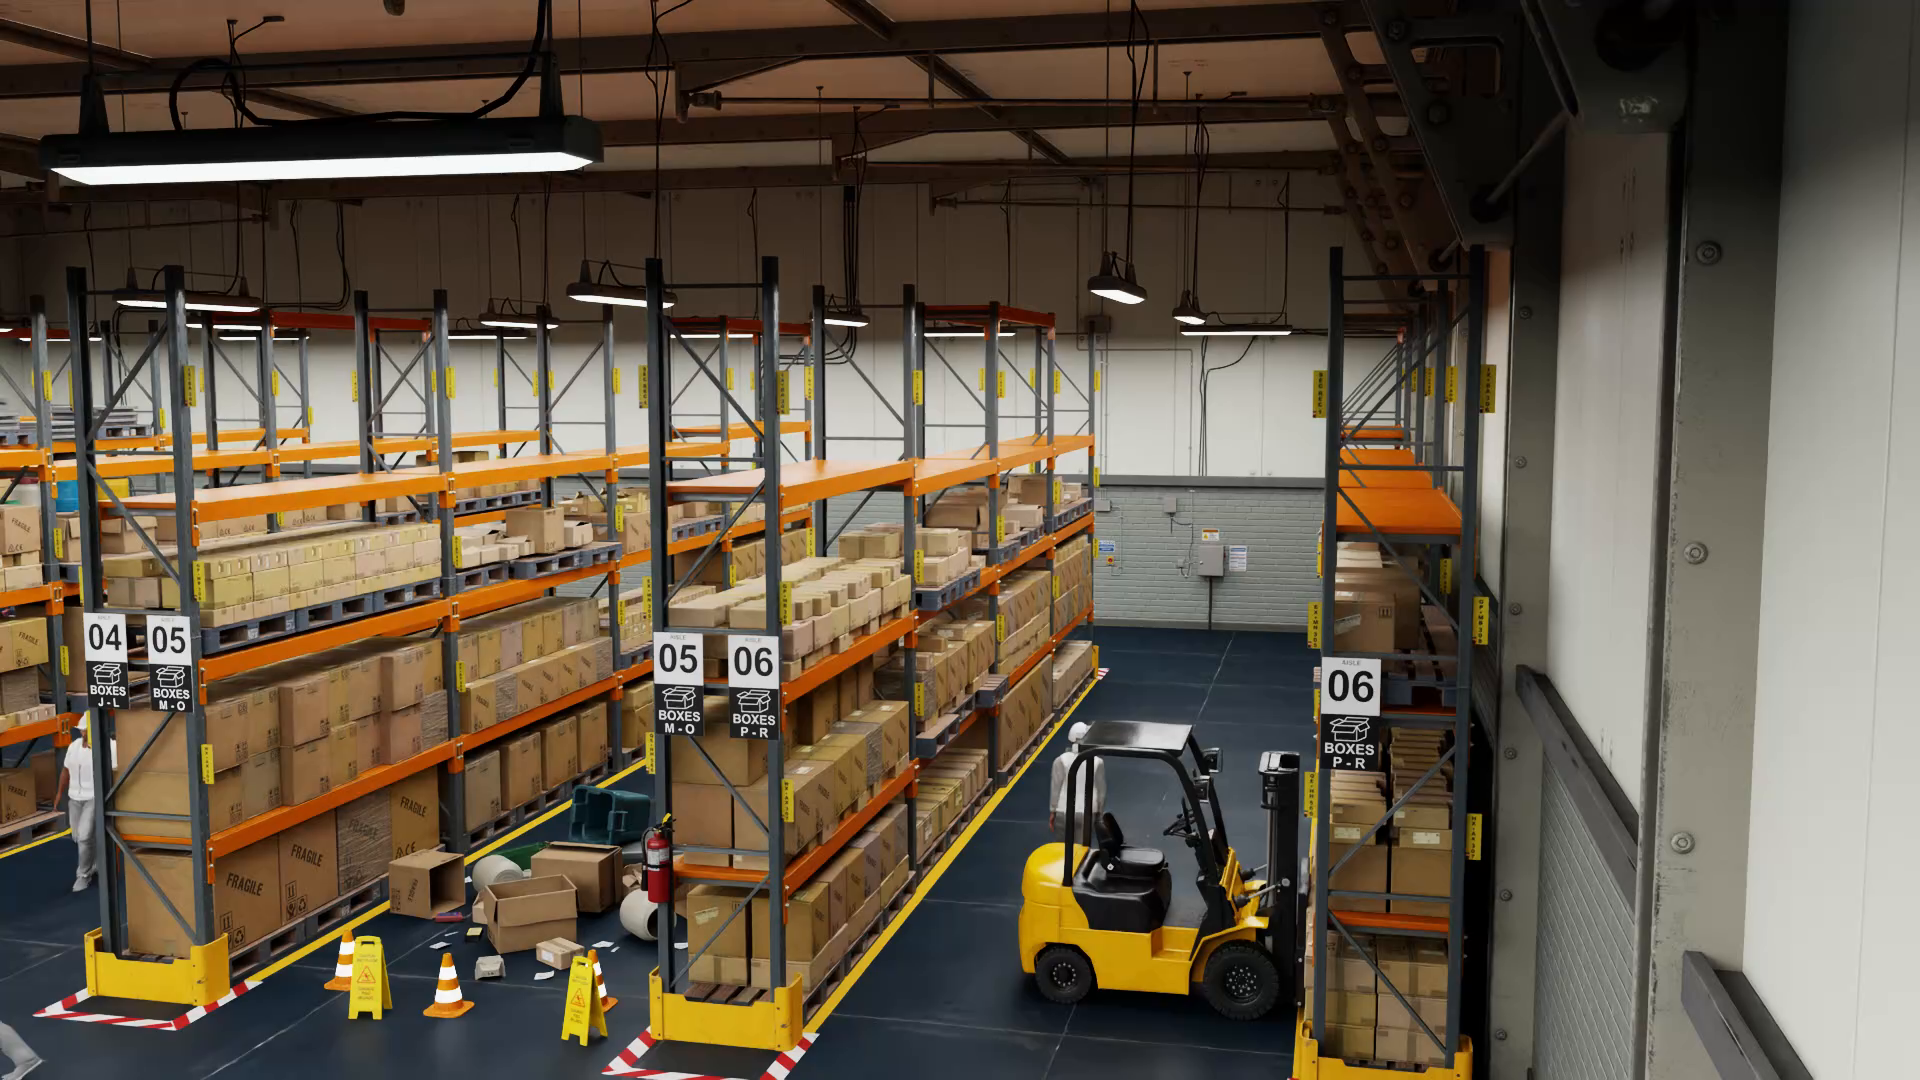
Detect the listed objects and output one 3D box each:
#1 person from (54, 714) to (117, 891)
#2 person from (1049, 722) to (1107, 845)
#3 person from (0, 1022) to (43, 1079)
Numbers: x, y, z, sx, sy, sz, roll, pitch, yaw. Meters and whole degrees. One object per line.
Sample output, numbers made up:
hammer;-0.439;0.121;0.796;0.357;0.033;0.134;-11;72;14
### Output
person;-8.796;2.620;16.831;0.656;1.786;0.667;1;6;10
person;1.145;2.682;16.150;0.546;1.821;0.613;1;6;8
person;-7.057;3.139;11.860;0.781;1.655;0.431;-1;6;-10
